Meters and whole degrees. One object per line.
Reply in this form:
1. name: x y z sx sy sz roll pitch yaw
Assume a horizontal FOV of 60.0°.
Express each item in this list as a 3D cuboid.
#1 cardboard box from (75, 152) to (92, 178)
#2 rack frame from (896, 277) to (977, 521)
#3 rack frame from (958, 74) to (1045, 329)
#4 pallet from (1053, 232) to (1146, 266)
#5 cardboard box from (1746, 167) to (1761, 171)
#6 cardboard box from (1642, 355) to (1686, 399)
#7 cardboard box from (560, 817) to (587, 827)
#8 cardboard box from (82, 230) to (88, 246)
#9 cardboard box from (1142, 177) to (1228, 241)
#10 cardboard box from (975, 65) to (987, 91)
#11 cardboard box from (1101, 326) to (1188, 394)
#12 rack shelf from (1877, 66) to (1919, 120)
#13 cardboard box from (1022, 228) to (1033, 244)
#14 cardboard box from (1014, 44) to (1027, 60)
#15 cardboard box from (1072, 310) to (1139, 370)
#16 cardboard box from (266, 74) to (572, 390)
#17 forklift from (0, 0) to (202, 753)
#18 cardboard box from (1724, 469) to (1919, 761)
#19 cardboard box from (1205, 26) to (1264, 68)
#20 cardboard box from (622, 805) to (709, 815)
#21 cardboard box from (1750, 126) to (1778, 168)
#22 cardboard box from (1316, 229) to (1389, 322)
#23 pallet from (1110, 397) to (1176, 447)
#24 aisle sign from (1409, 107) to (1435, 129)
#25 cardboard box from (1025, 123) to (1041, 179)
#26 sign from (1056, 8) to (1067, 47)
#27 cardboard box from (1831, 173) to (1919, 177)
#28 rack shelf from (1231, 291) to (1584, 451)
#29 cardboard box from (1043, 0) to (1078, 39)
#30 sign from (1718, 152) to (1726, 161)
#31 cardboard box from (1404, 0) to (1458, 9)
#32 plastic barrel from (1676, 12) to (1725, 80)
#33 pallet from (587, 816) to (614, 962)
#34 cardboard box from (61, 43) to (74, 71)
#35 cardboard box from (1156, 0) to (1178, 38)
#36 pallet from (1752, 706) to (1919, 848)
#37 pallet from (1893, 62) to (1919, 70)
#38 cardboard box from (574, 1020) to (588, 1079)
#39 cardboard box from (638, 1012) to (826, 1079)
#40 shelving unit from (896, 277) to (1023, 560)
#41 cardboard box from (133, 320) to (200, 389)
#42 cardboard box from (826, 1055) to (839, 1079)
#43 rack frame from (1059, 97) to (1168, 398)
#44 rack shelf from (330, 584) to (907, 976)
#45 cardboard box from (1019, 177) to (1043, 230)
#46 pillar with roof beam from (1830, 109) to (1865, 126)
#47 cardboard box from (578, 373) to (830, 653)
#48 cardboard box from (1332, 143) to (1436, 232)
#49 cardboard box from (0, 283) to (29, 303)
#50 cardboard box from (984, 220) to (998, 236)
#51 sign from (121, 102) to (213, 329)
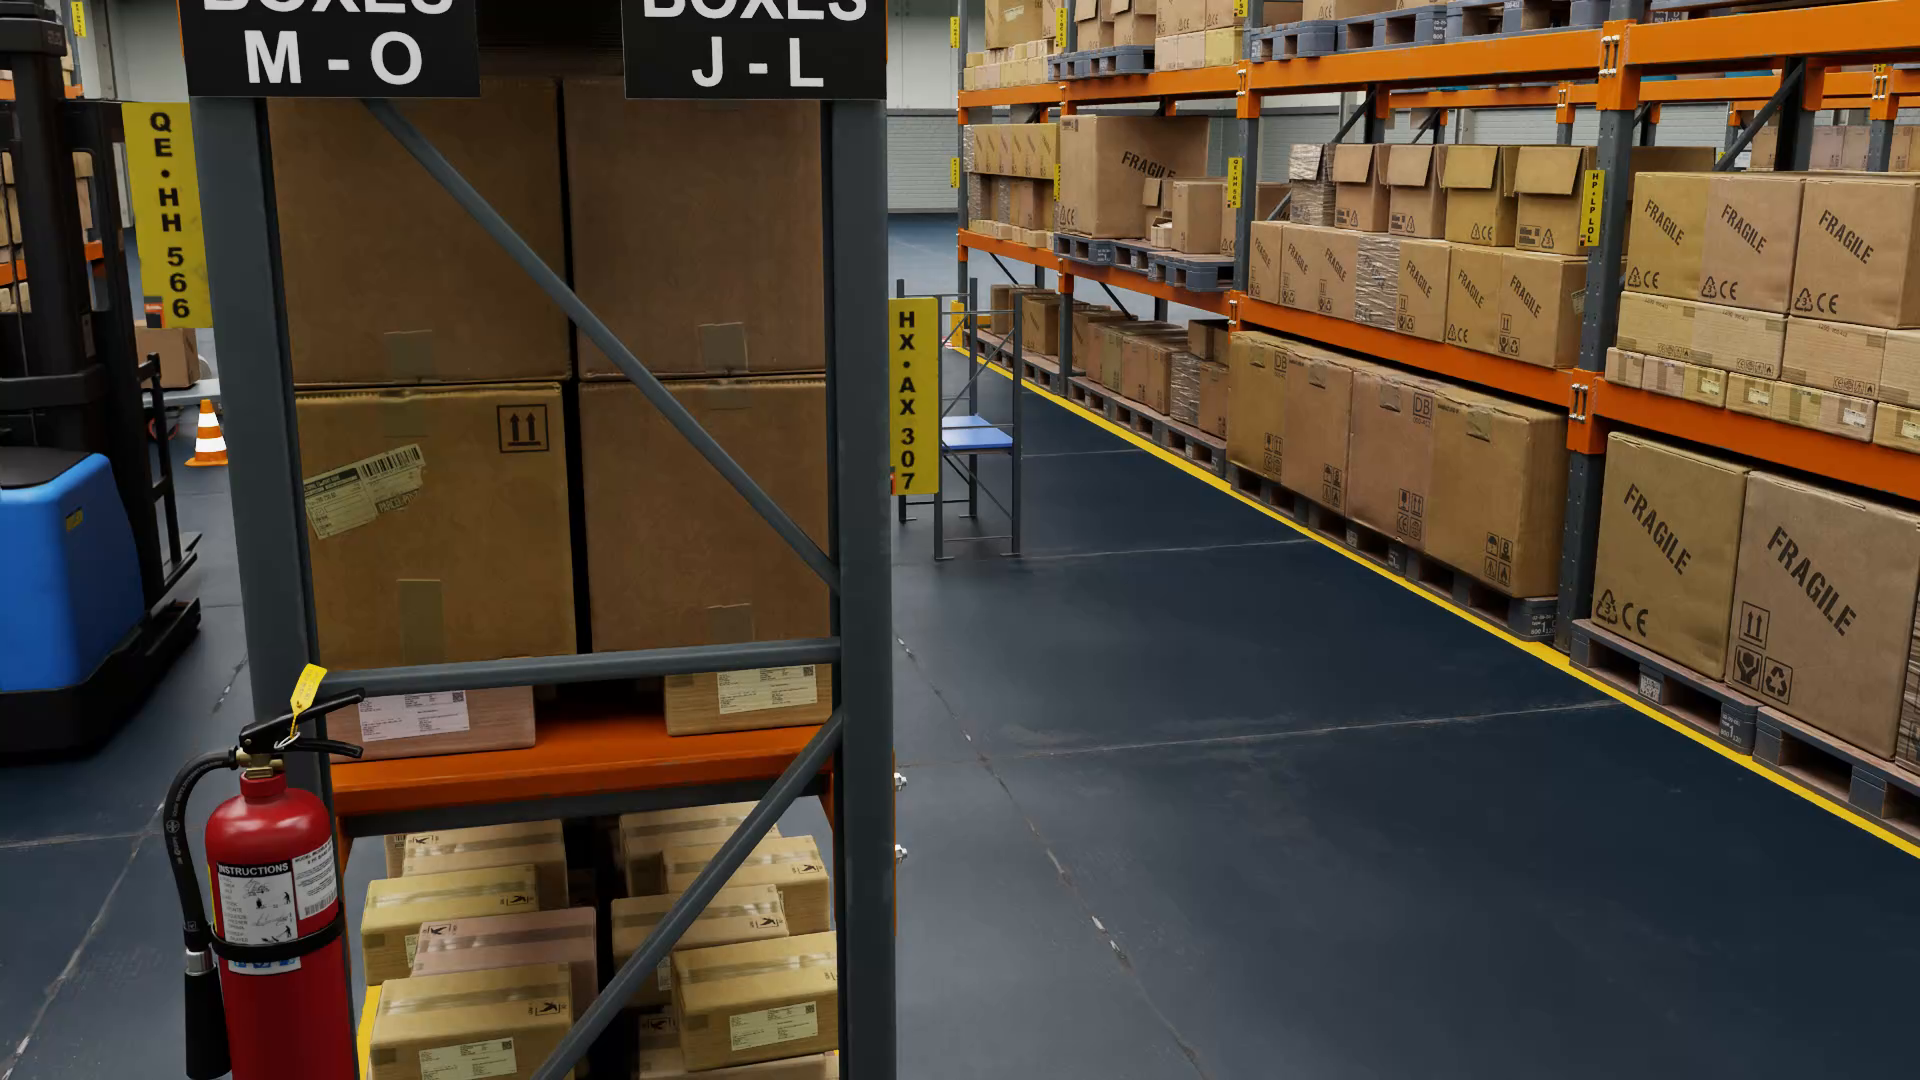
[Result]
1. cardboard box: -8.826 -3.749 16.007 0.700 0.500 0.500 -4 14 -15
2. rack frame: -0.139 -0.866 10.310 0.500 1.500 0.032 -3 14 -13
3. rack frame: 0.475 -3.728 18.867 1.000 3.000 0.127 -3 14 -13
4. pallet: 1.452 -2.528 14.357 1.003 0.211 1.213 -3 14 -13
5. cardboard box: 9.988 -4.541 20.615 0.380 0.149 0.250 -3 14 -14
6. cardboard box: 3.101 -0.690 6.962 0.380 0.149 0.250 -4 14 -15
7. cardboard box: -1.241 0.697 4.622 0.380 0.149 0.250 -4 14 -15
8. cardboard box: -8.695 -2.927 16.117 0.380 0.149 0.250 -3 14 -14
9. cardboard box: 1.911 -2.665 13.412 0.797 0.503 0.637 -2 14 -7
10. cardboard box: 0.464 -4.868 17.529 0.500 0.250 0.500 -4 14 -14
11. cardboard box: 1.631 -1.551 14.295 0.700 0.500 0.500 -3 14 -14
12. rack shelf: 7.638 -2.805 10.283 1.077 0.370 4.000 -3 14 -13
13. cardboard box: 0.833 -3.008 16.447 0.380 0.149 0.250 -3 14 -13
14. cardboard box: 0.742 -4.746 16.188 0.380 0.149 0.250 -3 14 -11
15. cardboard box: 1.359 -1.890 15.723 0.500 0.500 0.500 -4 14 -15
16. cardboard box: -0.962 -0.554 2.932 0.500 0.500 0.500 -4 14 -14
17. forklift: -4.185 -0.883 7.367 1.130 2.935 3.031 -3 14 -12
18. cardboard box: 3.582 0.233 6.246 0.875 0.875 0.875 -3 14 -13
19. cardboard box: 2.004 -3.363 11.367 0.500 0.250 0.500 -3 14 -13
20. cardboard box: -0.716 0.729 4.492 0.380 0.149 0.250 -3 14 -11
21. cardboard box: 10.215 -4.838 20.464 0.700 0.500 0.500 -3 14 -13
22. cardboard box: 2.450 -1.567 9.810 0.500 0.500 0.500 -4 14 -14
23. pallet: 1.888 -0.989 13.531 1.003 0.211 1.213 -3 14 -13
24. aisle sign: 5.561 -5.300 19.824 0.394 0.787 0.004 -3 14 -13
25. cardboard box: 0.922 -3.688 15.758 0.500 0.500 0.500 -3 14 -13
26. sign: 0.889 -4.482 14.541 0.100 0.325 0.005 -3 14 -13
27. cardboard box: 3.775 -1.189 6.582 0.500 0.500 0.500 -3 14 -13
28. rack shelf: 2.823 -1.072 9.509 1.077 0.370 4.000 -3 14 -13
29. cardboard box: 1.061 -4.788 14.994 0.500 0.500 0.500 -4 14 -15
30. sign: 9.564 -4.709 20.890 0.100 0.325 0.005 -3 14 -13
31. cardboard box: 2.854 -3.124 8.970 0.797 0.503 0.637 -3 14 -14
32. plastic barrel: 6.713 -4.526 14.756 0.600 0.901 0.600 0 14 0
33. pallet: -1.070 1.083 5.050 1.003 0.211 1.213 -3 14 -13
34. cardboard box: -8.776 -4.602 15.810 0.500 0.250 0.500 -3 14 -14
35. cardboard box: 1.766 -3.960 12.231 0.500 0.500 0.500 -3 14 -12
36. pallet: 3.686 0.857 5.976 1.003 0.211 1.213 -3 14 -13
37. pallet: 7.253 -3.342 11.364 1.003 0.211 1.213 -3 14 -13
38. cardboard box: -1.023 1.083 3.668 0.380 0.149 0.250 -4 14 -14
39. cardboard box: -0.486 1.117 3.529 0.380 0.149 0.250 -3 14 -11
40. shelving unit: -0.020 -0.748 9.830 0.538 1.500 1.048 -3 14 -13
41. cardboard box: -6.495 -1.513 13.470 0.500 0.500 0.500 -3 14 -13
42. cardboard box: -0.424 1.258 3.579 0.380 0.149 0.250 -3 14 -12
43. rack frame: 1.414 -2.805 15.089 1.000 3.000 0.127 -3 14 -13
44. rack shelf: -1.082 0.104 4.696 1.077 0.370 4.000 -3 14 -13
45. cardboard box: 1.070 -3.333 16.411 0.875 0.500 0.500 -3 14 -13
46. pillar with roof beam: 10.331 -8.502 25.765 9.100 9.000 0.400 -3 14 -13
47. cardboard box: -0.449 -0.096 3.162 0.500 0.500 0.500 -3 14 -11
48. cardboard box: 2.660 -2.098 9.871 0.797 0.503 0.637 -3 14 -12
49. cardboard box: -8.188 -2.102 14.174 0.380 0.149 0.250 -3 14 -11
50. cardboard box: 0.473 -3.353 17.862 0.380 0.149 0.250 -3 14 -13
51. sign: -1.157 -0.474 2.440 0.100 0.325 0.005 -3 14 -13
